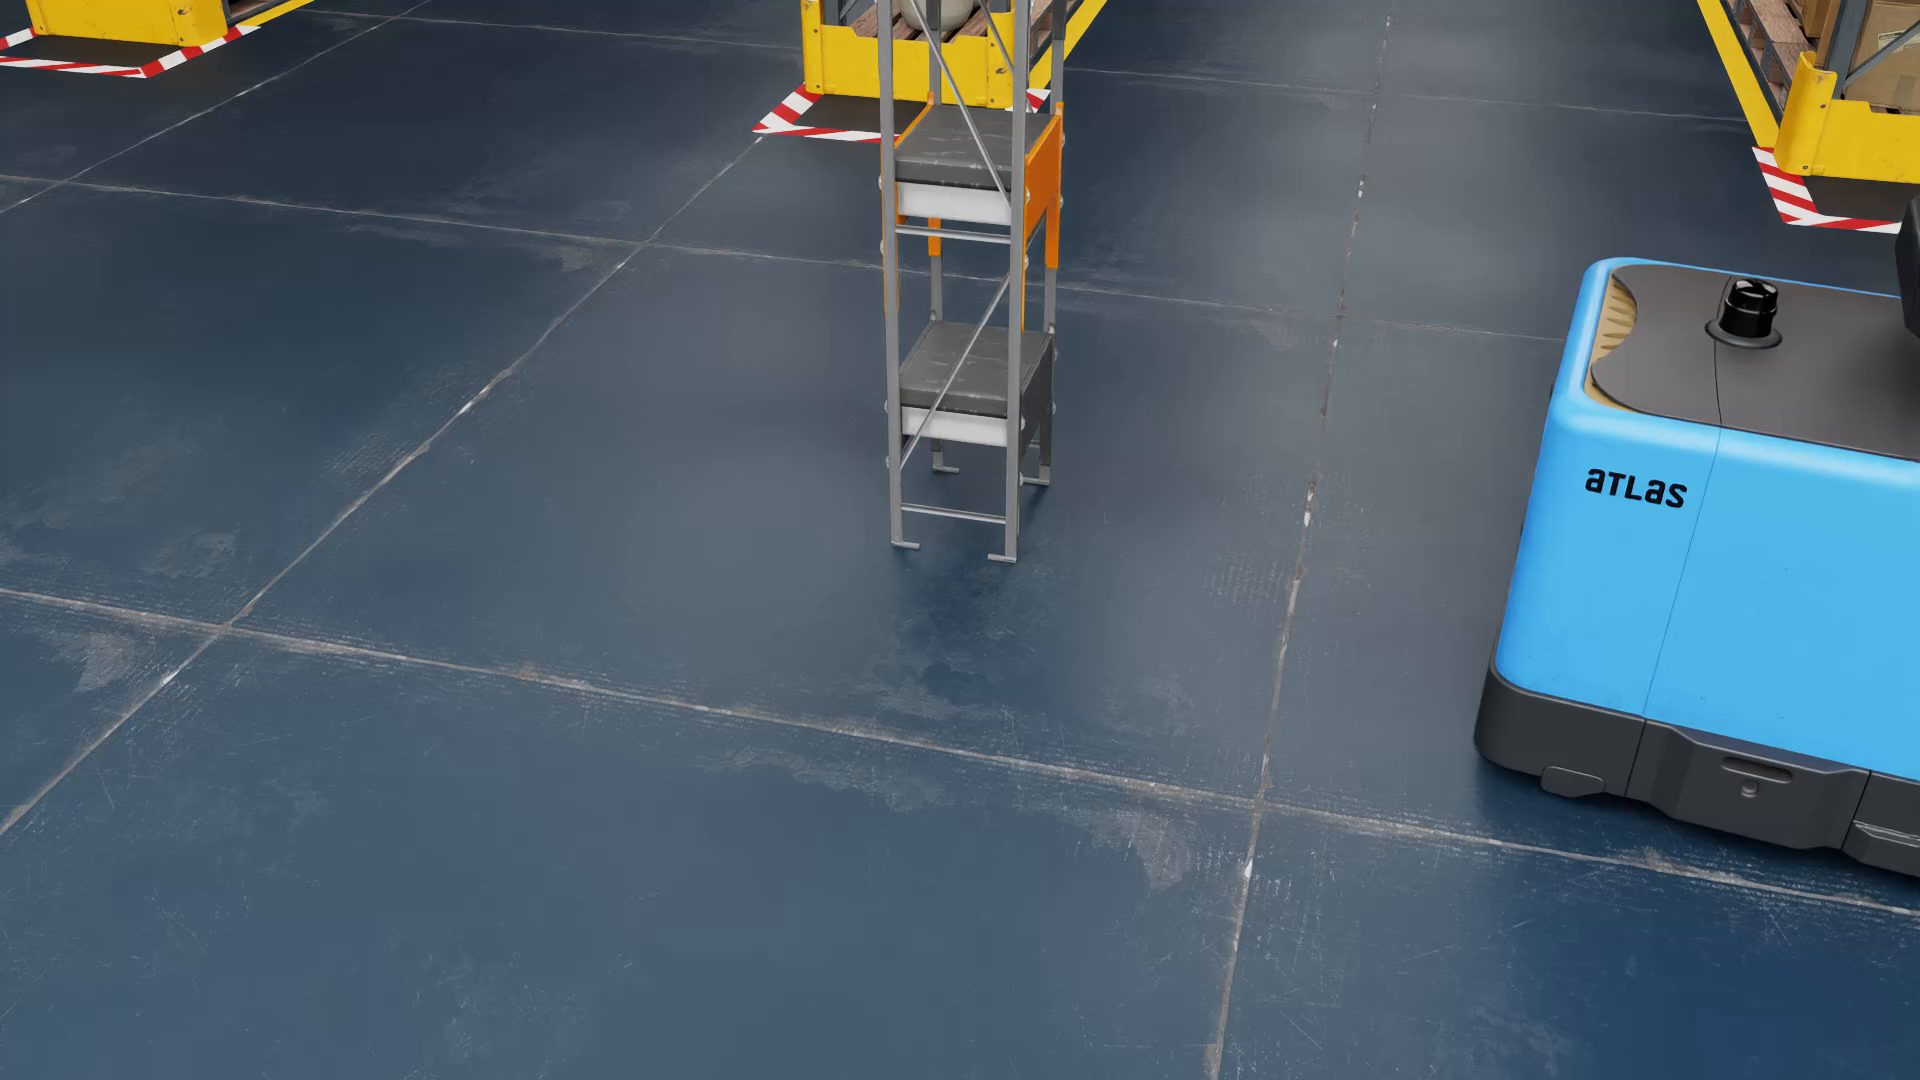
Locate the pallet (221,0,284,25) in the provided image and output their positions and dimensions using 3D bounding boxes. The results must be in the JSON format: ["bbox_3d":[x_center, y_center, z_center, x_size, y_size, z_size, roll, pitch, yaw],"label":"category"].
[{"bbox_3d":[-4.868,-3.583,10.690,1.003,0.211,1.213,8,33,12],"label":"pallet"}]

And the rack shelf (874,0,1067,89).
[{"bbox_3d":[0.042,-1.551,4.454,0.431,0.518,0.480,8,33,12],"label":"rack shelf"}]

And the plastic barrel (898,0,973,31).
[{"bbox_3d":[-0.138,-3.160,9.353,0.421,0.512,0.421,0,32,0],"label":"plastic barrel"}]

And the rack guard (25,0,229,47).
[{"bbox_3d":[-5.027,-3.290,9.959,1.175,0.500,0.348,8,33,12],"label":"rack guard"}]

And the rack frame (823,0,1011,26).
[{"bbox_3d":[-0.231,-3.681,8.245,1.000,3.000,0.127,8,33,12],"label":"rack frame"}]

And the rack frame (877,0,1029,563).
[{"bbox_3d":[-0.020,-0.845,4.623,0.400,2.100,0.015,8,33,12],"label":"rack frame"}]

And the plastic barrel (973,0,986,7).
[{"bbox_3d":[-0.011,-3.421,9.762,0.421,0.512,0.421,0,32,0],"label":"plastic barrel"}]

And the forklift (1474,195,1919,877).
[{"bbox_3d":[2.894,-0.562,3.402,3.031,2.935,1.130,13,35,19],"label":"forklift"}]

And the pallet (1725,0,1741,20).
[{"bbox_3d":[5.439,-3.552,10.641,1.003,0.211,1.213,8,33,12],"label":"pallet"}]

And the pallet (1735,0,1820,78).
[{"bbox_3d":[5.131,-2.917,9.642,1.003,0.211,1.213,8,33,12],"label":"pallet"}]

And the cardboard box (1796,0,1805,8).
[{"bbox_3d":[5.215,-3.372,9.696,0.500,0.500,0.500,5,33,8],"label":"cardboard box"}]

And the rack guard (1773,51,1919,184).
[{"bbox_3d":[4.579,-1.991,7.917,1.175,0.500,0.348,8,33,12],"label":"rack guard"}]

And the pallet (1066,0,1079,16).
[{"bbox_3d":[0.266,-3.602,10.720,1.003,0.211,1.213,8,33,12],"label":"pallet"}]

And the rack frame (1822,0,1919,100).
[{"bbox_3d":[4.560,-3.007,7.184,1.000,3.000,0.127,8,33,12],"label":"rack frame"}]

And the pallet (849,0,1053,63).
[{"bbox_3d":[-0.046,-2.971,9.727,1.003,0.211,1.213,8,33,12],"label":"pallet"}]

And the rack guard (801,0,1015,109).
[{"bbox_3d":[-0.257,-2.672,8.987,1.175,0.500,0.348,8,33,12],"label":"rack guard"}]

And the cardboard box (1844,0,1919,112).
[{"bbox_3d":[4.734,-2.451,8.248,0.500,0.500,0.500,14,35,21],"label":"cardboard box"}]

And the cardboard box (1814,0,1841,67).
[{"bbox_3d":[4.853,-2.766,8.743,0.500,0.500,0.500,17,36,25],"label":"cardboard box"}]

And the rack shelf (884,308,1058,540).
[{"bbox_3d":[0.042,-0.370,5.205,0.431,0.518,0.480,8,33,12],"label":"rack shelf"}]

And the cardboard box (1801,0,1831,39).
[{"bbox_3d":[5.030,-3.088,9.250,0.500,0.500,0.500,11,34,17],"label":"cardboard box"}]

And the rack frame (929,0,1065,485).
[{"bbox_3d":[0.104,-1.099,5.021,0.400,2.100,0.015,8,33,12],"label":"rack frame"}]

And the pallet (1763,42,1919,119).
[{"bbox_3d":[4.819,-2.286,8.650,1.003,0.211,1.213,8,33,12],"label":"pallet"}]

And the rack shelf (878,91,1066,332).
[{"bbox_3d":[0.042,-0.960,4.829,0.431,0.518,0.480,8,33,12],"label":"rack shelf"}]

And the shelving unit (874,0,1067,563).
[{"bbox_3d":[0.042,-0.972,4.822,0.431,2.100,0.503,8,33,12],"label":"shelving unit"}]
